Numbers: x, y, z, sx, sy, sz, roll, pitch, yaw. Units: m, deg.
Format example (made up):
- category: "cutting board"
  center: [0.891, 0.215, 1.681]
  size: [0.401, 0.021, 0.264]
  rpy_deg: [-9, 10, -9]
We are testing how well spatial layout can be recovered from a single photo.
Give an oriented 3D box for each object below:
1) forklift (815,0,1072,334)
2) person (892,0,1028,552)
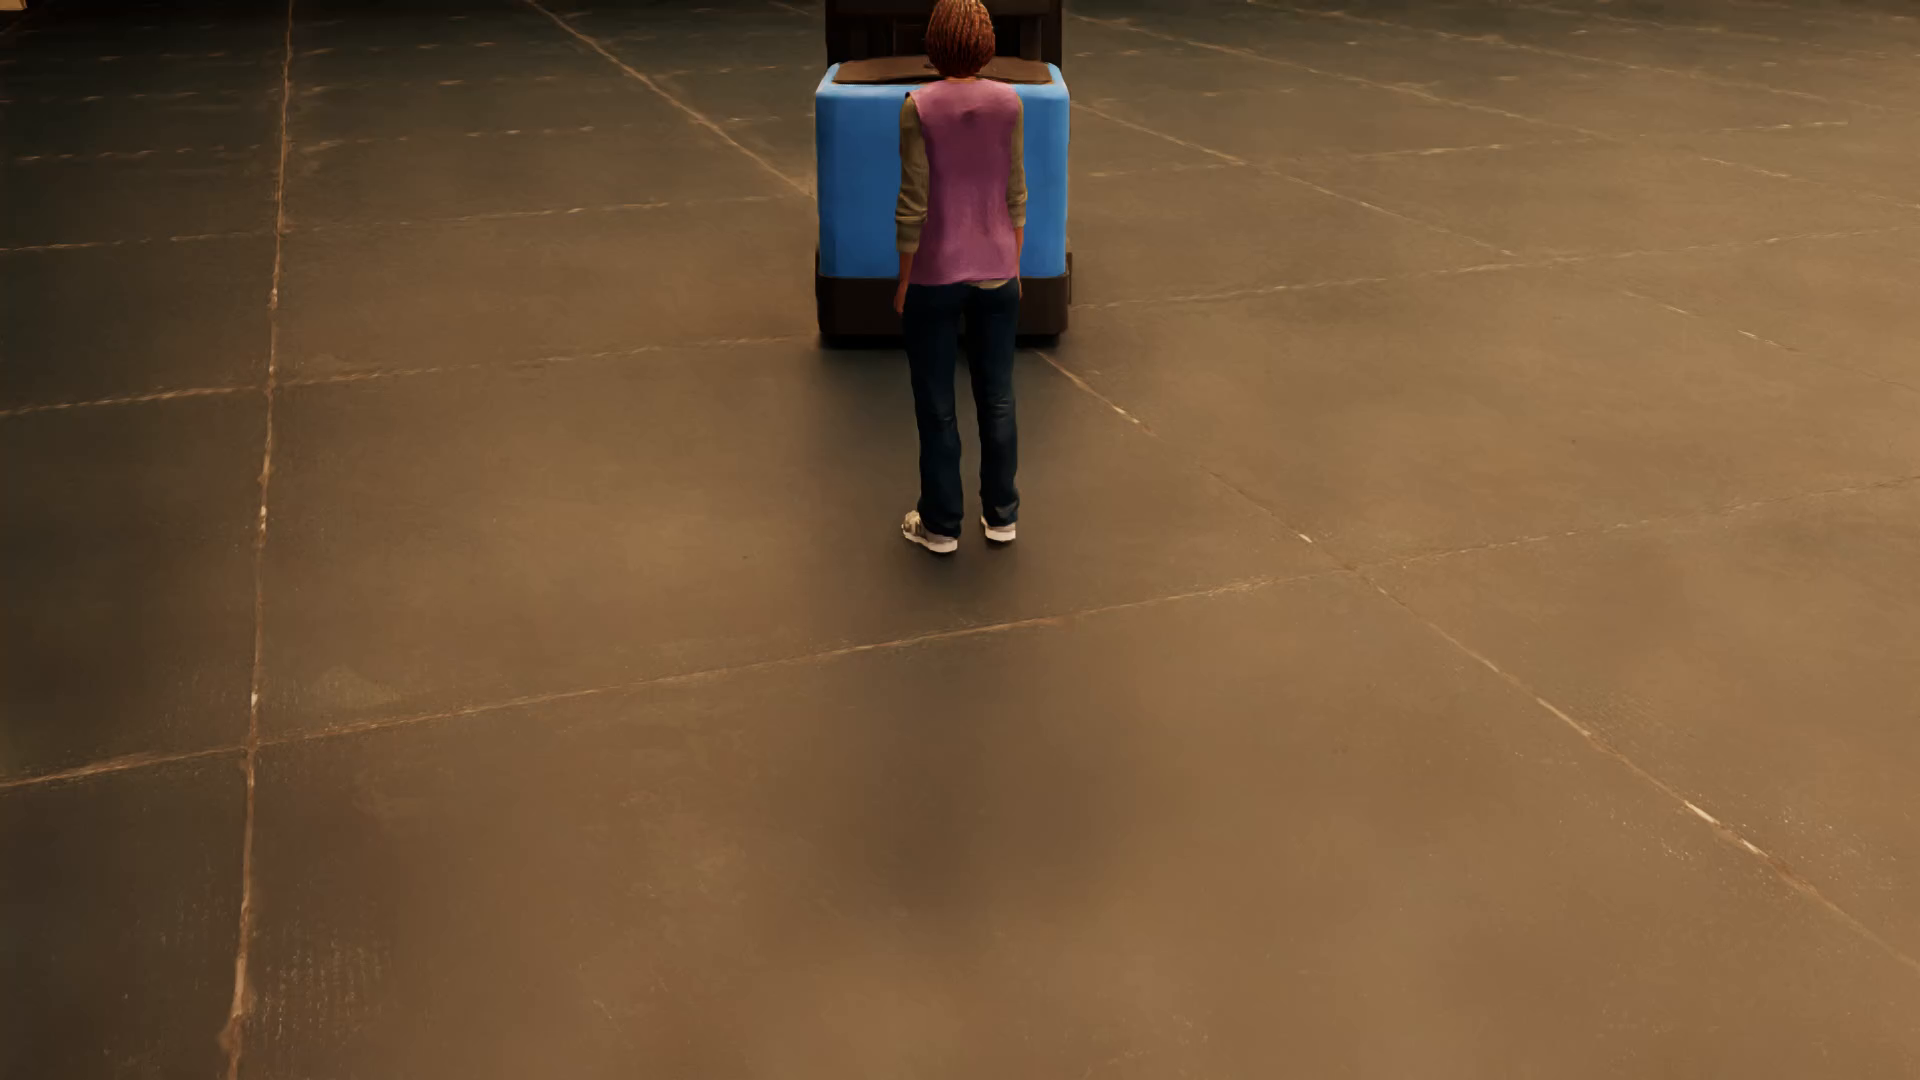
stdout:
- category: "forklift"
  center: [-0.074, -2.728, 7.785]
  size: [1.130, 2.935, 3.031]
  rpy_deg: [0, 23, 0]
- category: "person"
  center: [-0.003, -0.740, 4.777]
  size: [0.405, 1.602, 0.311]
  rpy_deg: [-8, 24, -18]
